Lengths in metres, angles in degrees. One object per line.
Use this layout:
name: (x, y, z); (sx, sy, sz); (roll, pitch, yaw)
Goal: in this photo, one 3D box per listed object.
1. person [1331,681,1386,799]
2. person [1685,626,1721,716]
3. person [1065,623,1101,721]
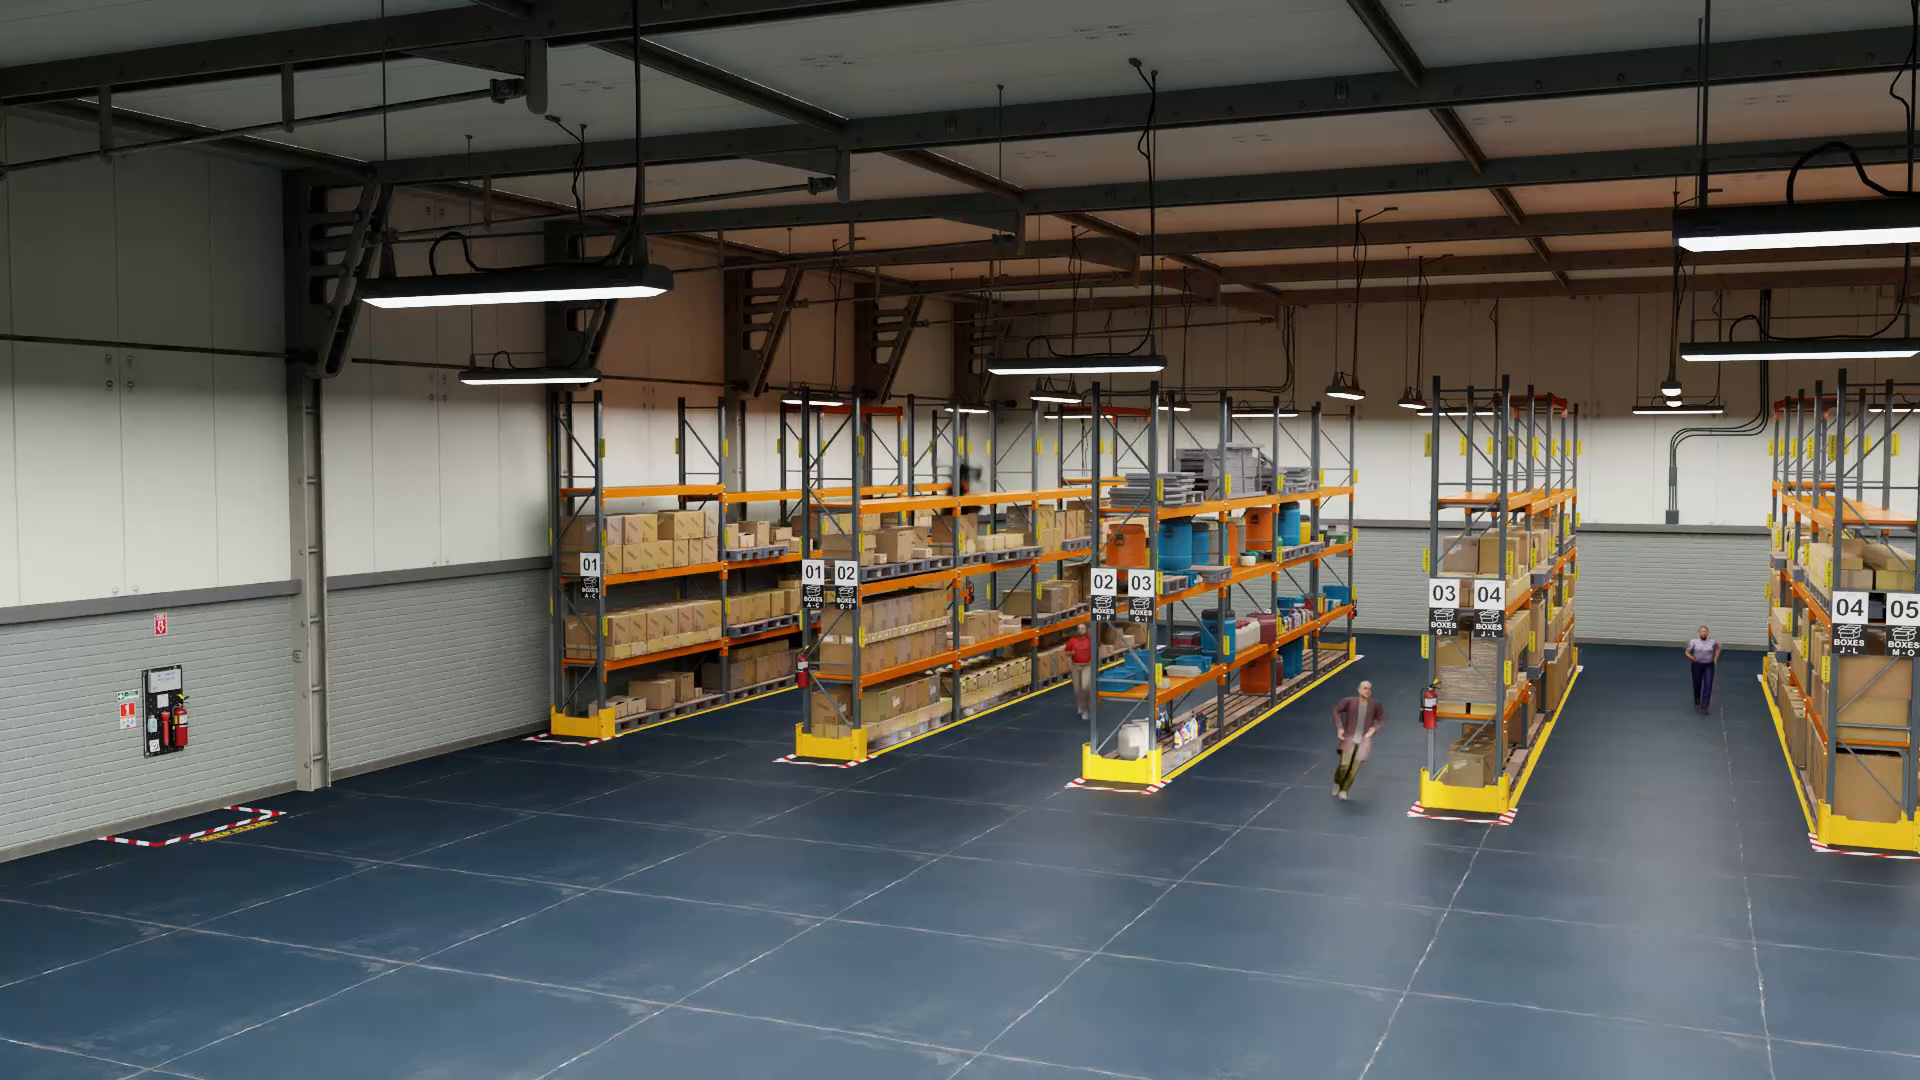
person: (5.658, 2.844, 23.572); (0.741, 1.698, 0.582); (0, 3, 8)
person: (14.078, 2.446, 31.518); (0.614, 1.646, 0.900); (1, 3, 22)
person: (2.255, 2.437, 30.806); (0.640, 1.791, 0.755); (1, 3, 15)
